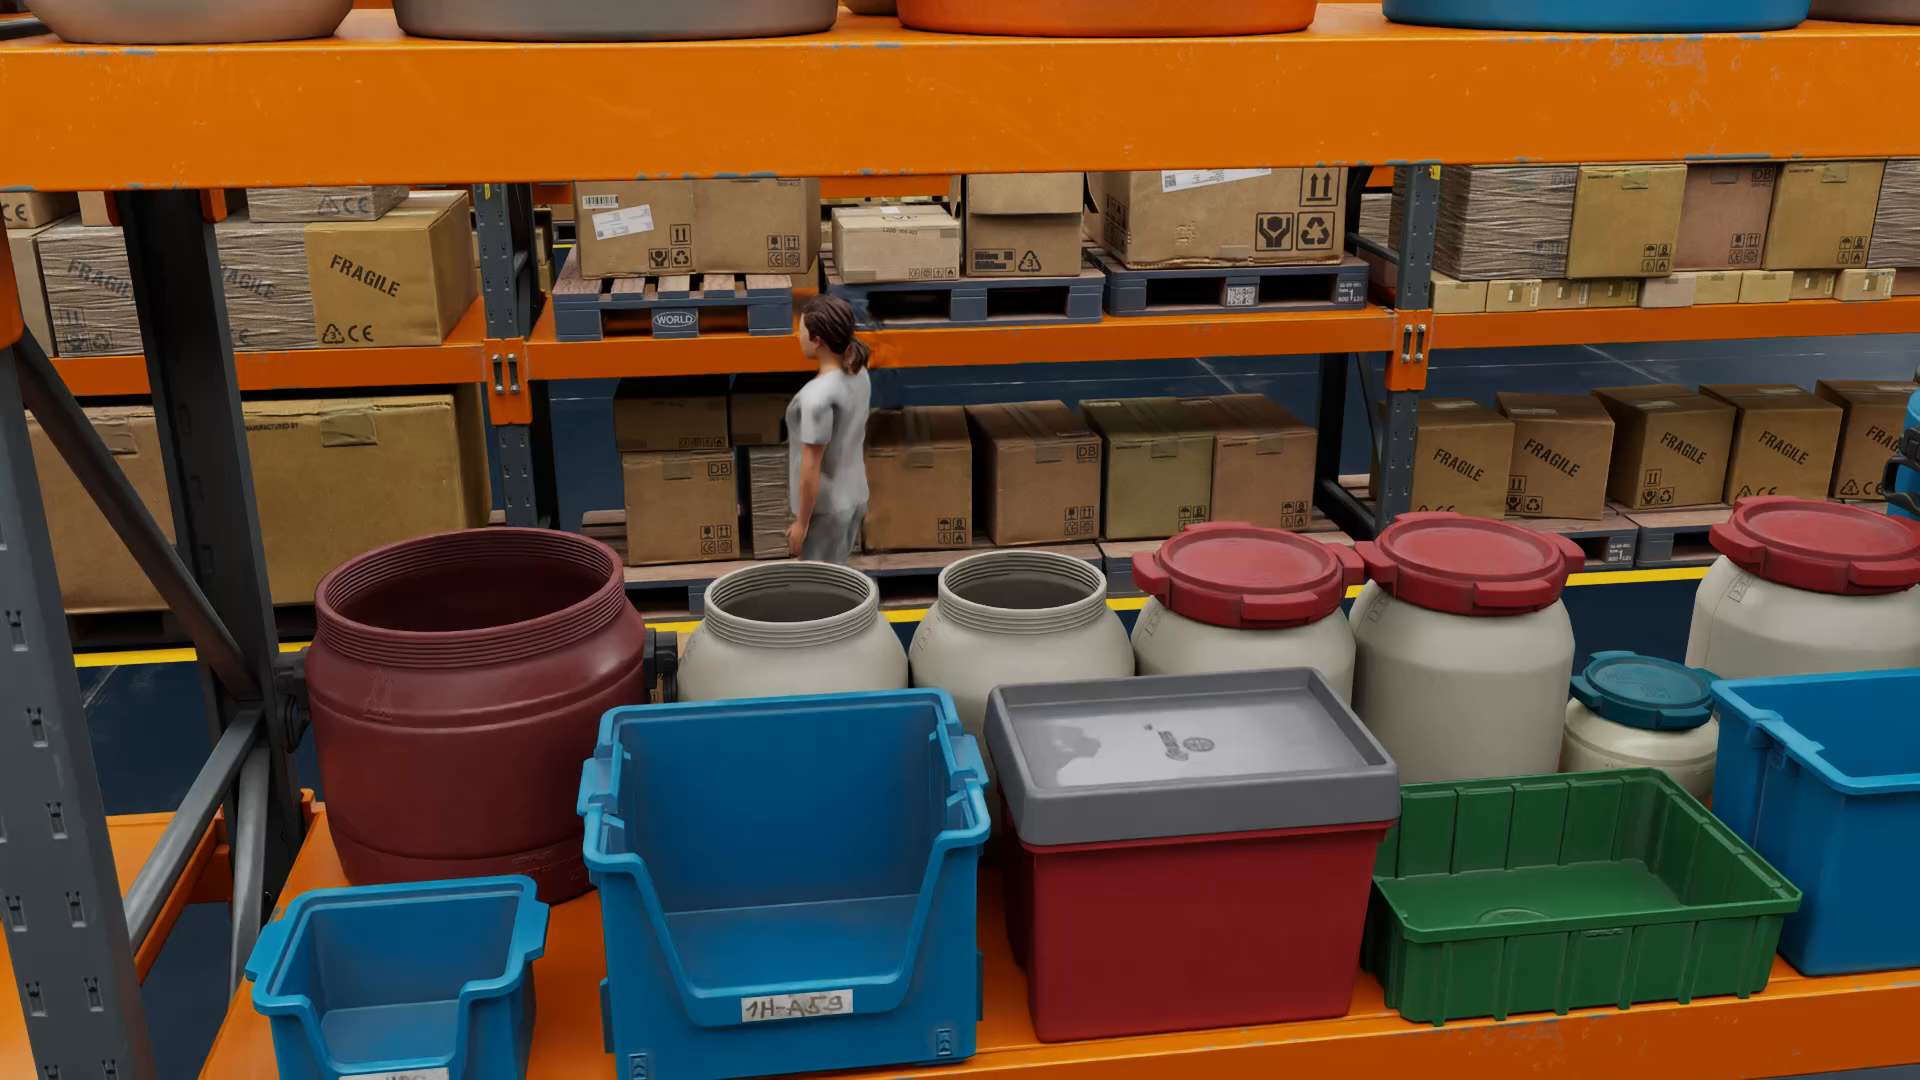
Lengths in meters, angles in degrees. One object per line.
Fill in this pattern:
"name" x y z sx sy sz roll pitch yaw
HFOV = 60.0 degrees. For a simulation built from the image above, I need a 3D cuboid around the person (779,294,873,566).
"person" -0.515 -0.104 6.410 0.441 1.716 0.502 9 22 22
